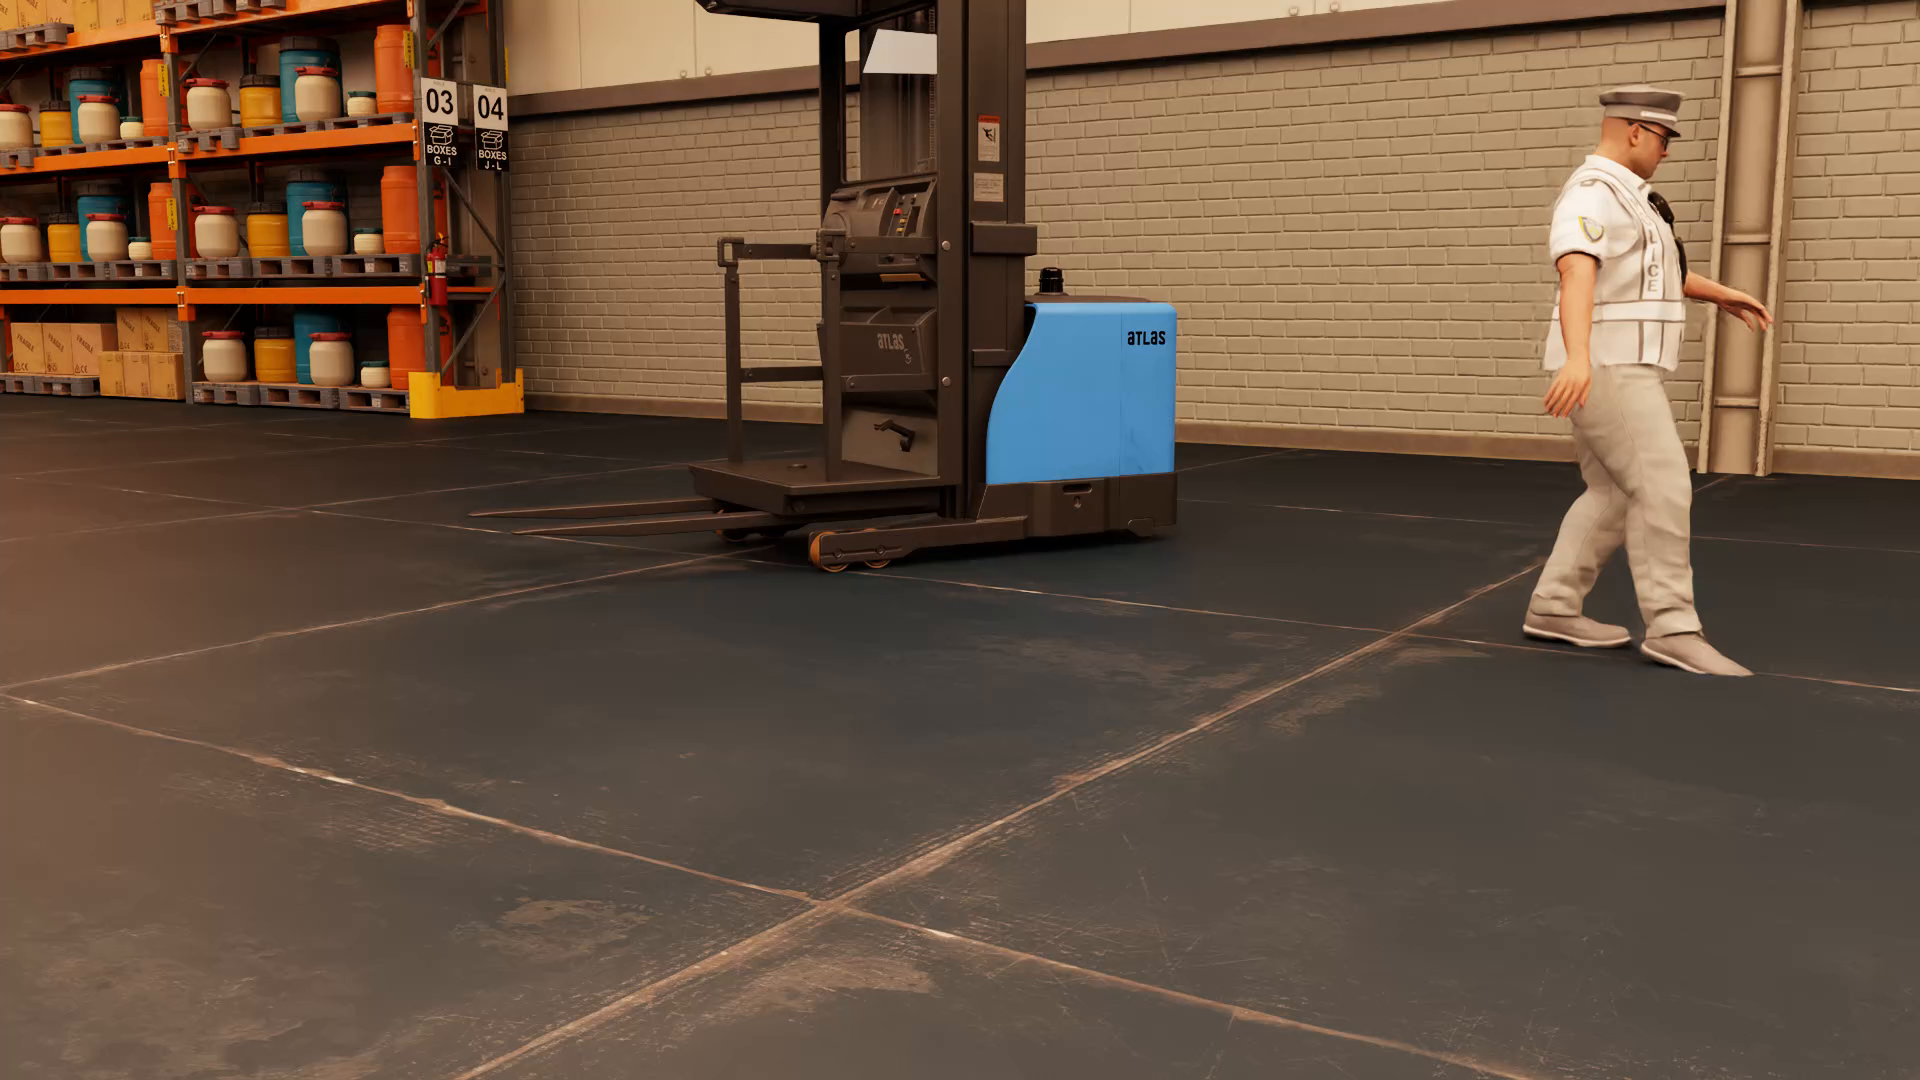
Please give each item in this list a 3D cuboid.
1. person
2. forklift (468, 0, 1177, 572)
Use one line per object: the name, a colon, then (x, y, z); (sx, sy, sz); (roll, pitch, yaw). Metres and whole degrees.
person: (2.073, -0.474, 4.997); (0.692, 1.756, 1.011); (5, 9, 29)
forklift: (-0.535, -1.406, 7.079); (3.031, 2.935, 1.130); (-5, 9, -31)
